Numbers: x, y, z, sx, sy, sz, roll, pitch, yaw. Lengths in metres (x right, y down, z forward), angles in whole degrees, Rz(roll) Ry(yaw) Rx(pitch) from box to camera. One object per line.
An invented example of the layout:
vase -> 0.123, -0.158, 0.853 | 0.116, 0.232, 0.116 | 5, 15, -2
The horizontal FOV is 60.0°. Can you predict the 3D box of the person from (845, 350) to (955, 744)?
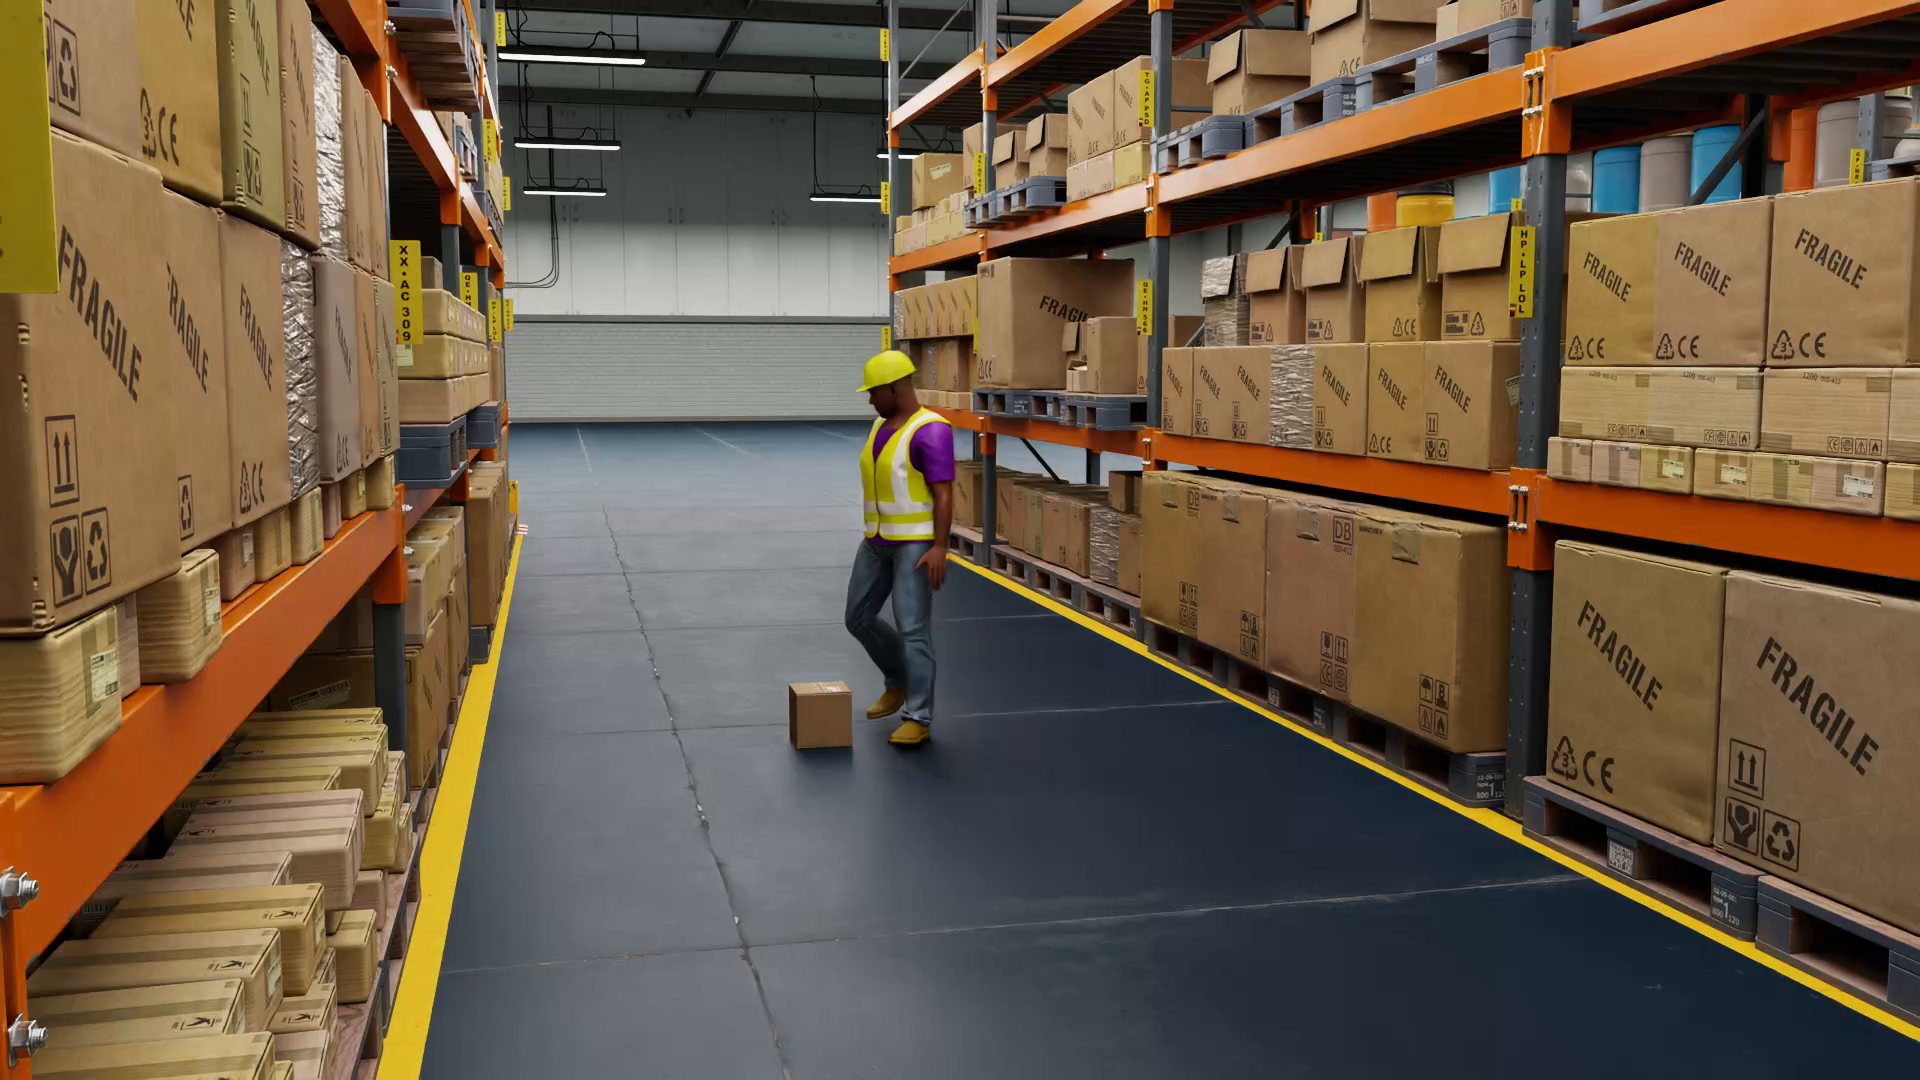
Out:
person -> -0.256, 0.019, 7.615 | 0.544, 1.765, 0.661 | -5, 8, -40
